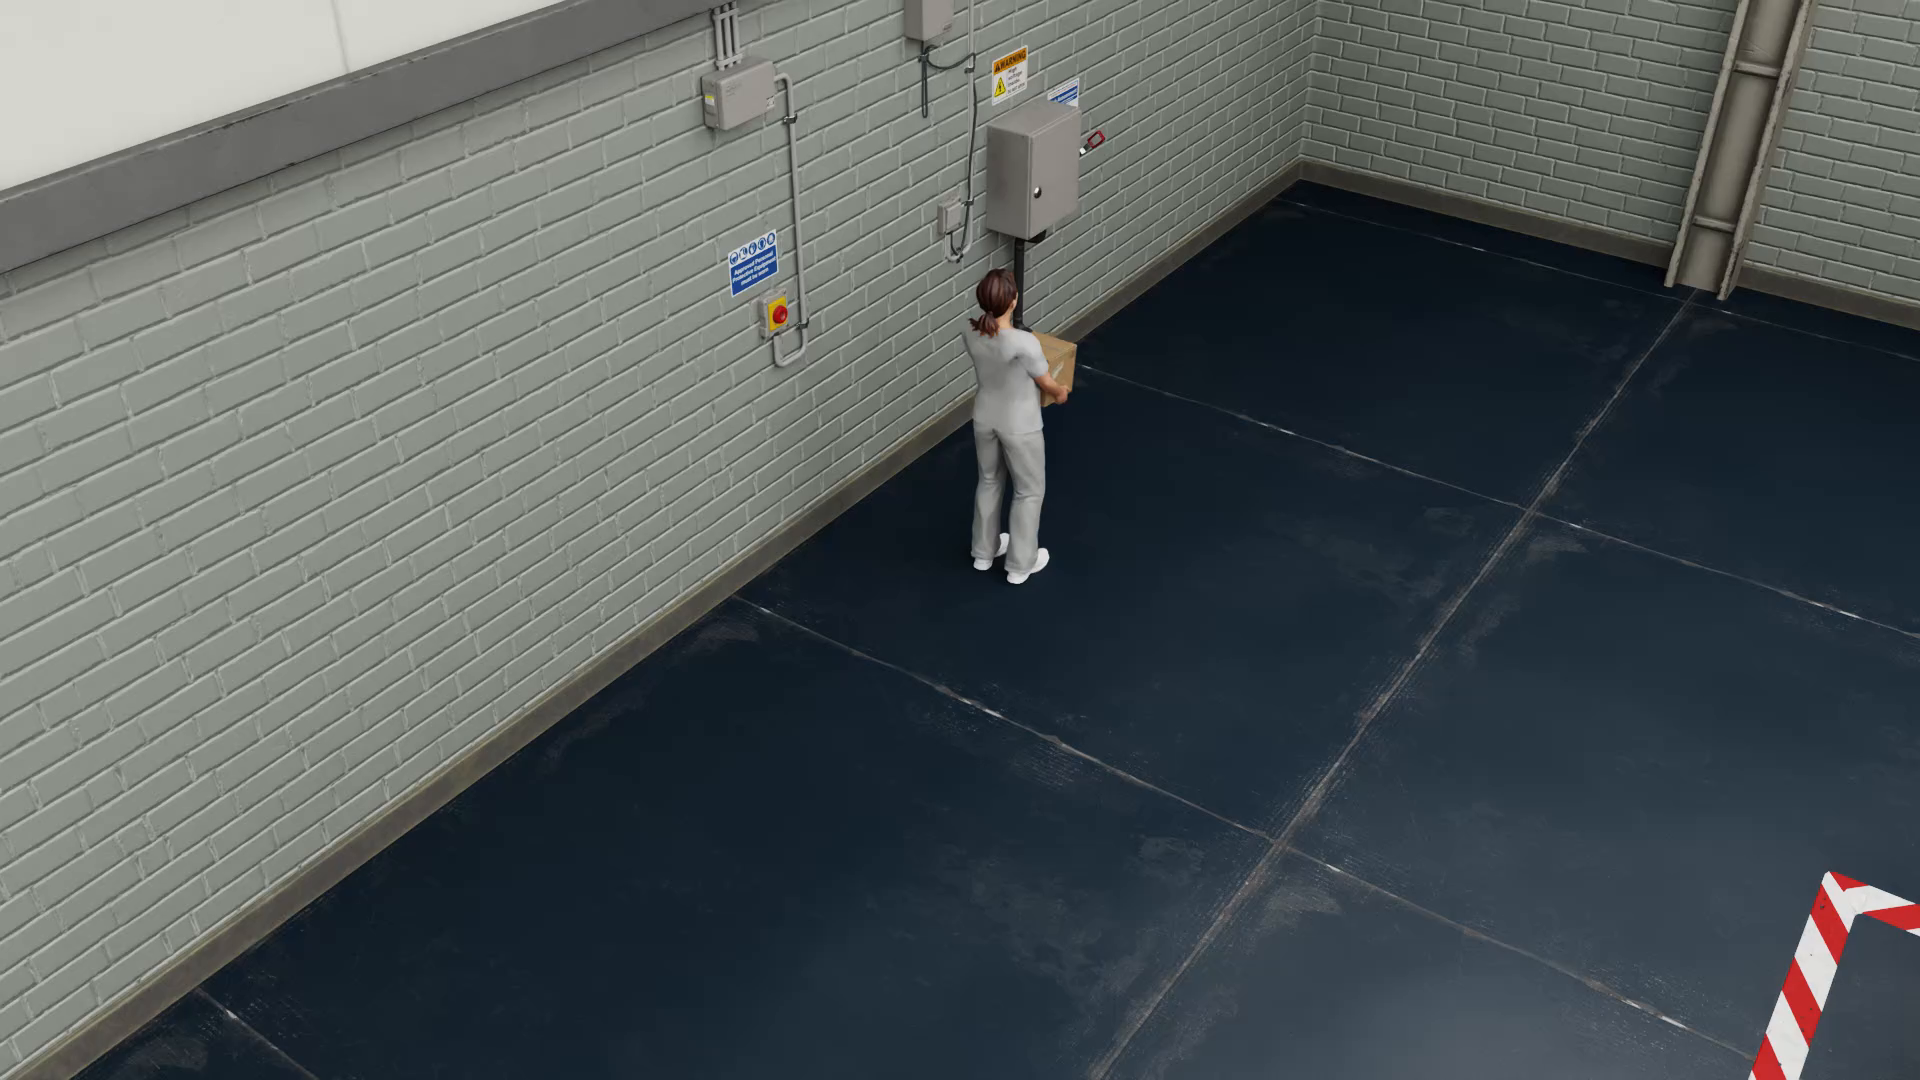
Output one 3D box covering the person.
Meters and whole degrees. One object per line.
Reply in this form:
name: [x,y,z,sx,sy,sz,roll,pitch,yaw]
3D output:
person: [0.257,-0.580,7.992,0.438,1.662,0.552,22,40,28]
